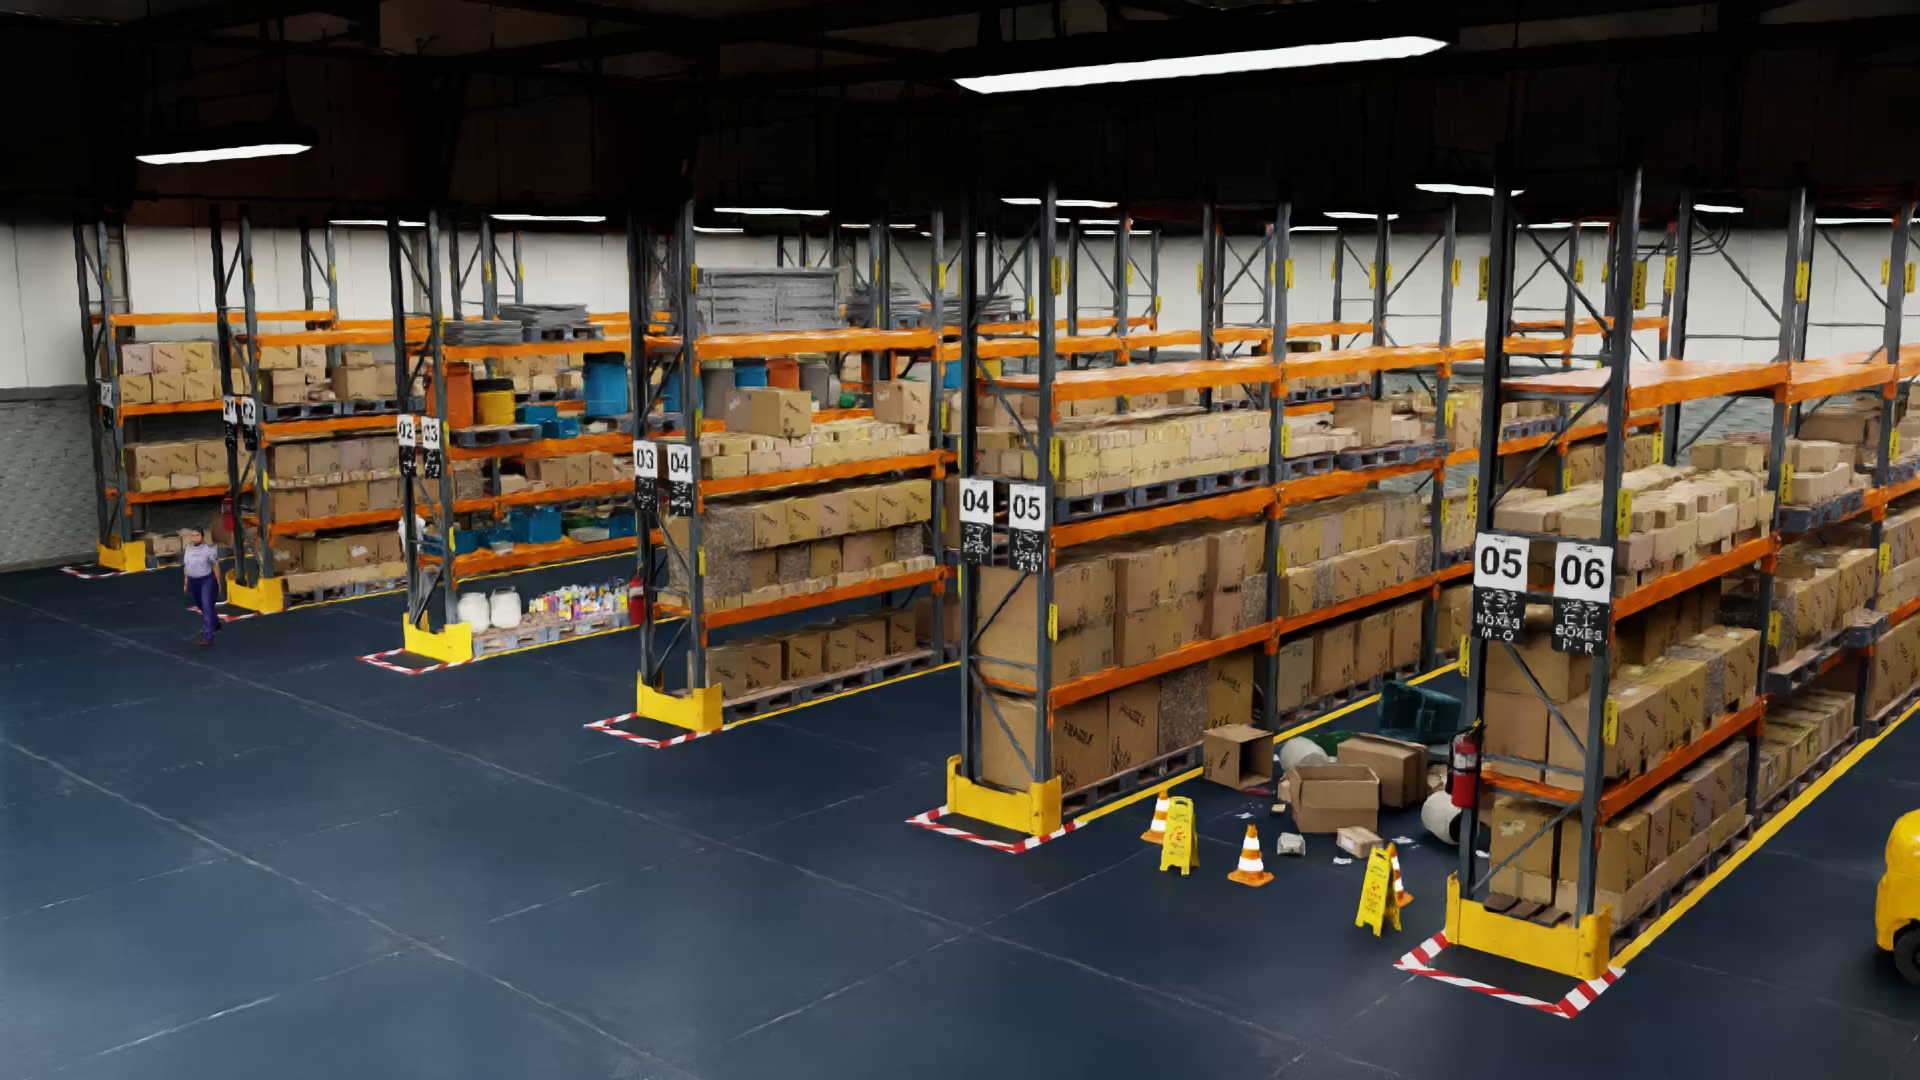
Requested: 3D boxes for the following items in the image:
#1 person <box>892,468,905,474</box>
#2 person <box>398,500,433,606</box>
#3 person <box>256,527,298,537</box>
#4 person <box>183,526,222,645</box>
[{"bbox_3d":[-1.087,-0.846,30.966,0.653,1.748,0.586,-3,10,-19],"label":"person"},{"bbox_3d":[-8.327,0.167,25.381,0.488,1.624,0.938,3,10,18],"label":"person"},{"bbox_3d":[-11.155,-0.220,27.163,0.625,1.765,0.497,-3,10,-18],"label":"person"},{"bbox_3d":[-10.392,0.587,22.807,0.577,1.593,0.918,2,10,14],"label":"person"}]
